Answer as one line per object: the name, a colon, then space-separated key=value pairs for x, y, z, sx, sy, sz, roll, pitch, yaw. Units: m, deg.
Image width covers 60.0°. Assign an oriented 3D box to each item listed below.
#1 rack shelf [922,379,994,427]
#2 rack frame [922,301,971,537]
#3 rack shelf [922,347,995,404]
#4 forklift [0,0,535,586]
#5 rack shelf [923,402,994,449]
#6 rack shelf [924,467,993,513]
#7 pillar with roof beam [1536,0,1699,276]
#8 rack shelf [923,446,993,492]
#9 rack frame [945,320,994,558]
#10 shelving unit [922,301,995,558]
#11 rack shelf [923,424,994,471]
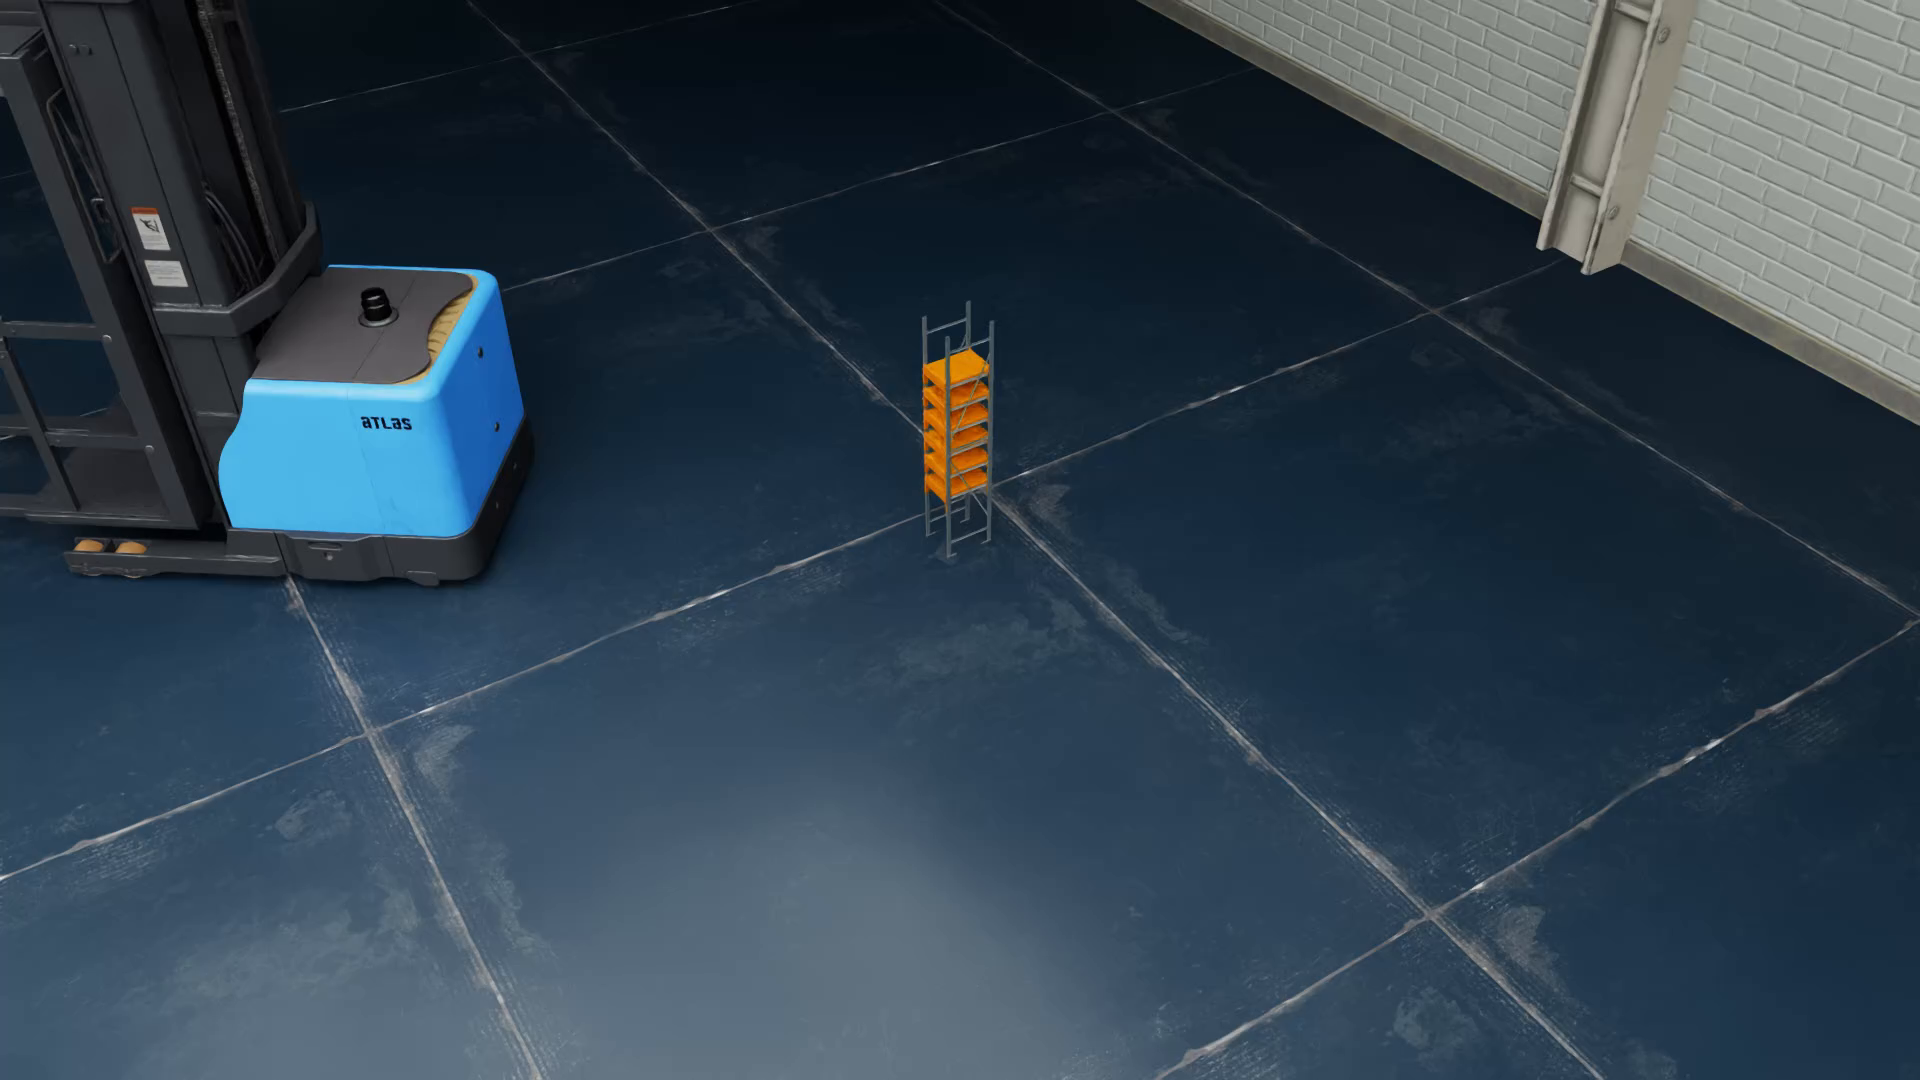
rack shelf: x=-0.008 y=-0.619 z=7.250 sx=0.258 sy=0.103 sz=0.180 roll=-22 pitch=45 yaw=-24
rack frame: x=-0.057 y=-0.518 z=7.435 sx=0.240 sy=1.200 sz=0.006 roll=-22 pitch=45 yaw=-24
rack shelf: x=-0.008 y=-0.711 z=7.173 sx=0.258 sy=0.103 sz=0.180 roll=-22 pitch=45 yaw=-24
forklift: x=-3.622 y=-1.289 z=7.007 sx=3.031 sy=2.935 sz=1.130 roll=3 pitch=40 yaw=3
rack shelf: x=-0.008 y=-0.527 z=7.327 sx=0.258 sy=0.103 sz=0.180 roll=-22 pitch=45 yaw=-24
rack shelf: x=-0.008 y=-0.250 z=7.557 sx=0.258 sy=0.103 sz=0.180 roll=-22 pitch=45 yaw=-24
pillar with roof beam: x=0.006 y=-3.656 z=5.108 sx=9.100 sy=9.000 sz=0.400 roll=-22 pitch=45 yaw=-24
rack shelf: x=-0.008 y=-0.342 z=7.481 sx=0.258 sy=0.103 sz=0.180 roll=-22 pitch=45 yaw=-24
rack frame: x=0.041 y=-0.419 z=7.316 sx=0.240 sy=1.200 sz=0.006 roll=-22 pitch=45 yaw=-24
shelving unit: x=-0.008 y=-0.469 z=7.375 sx=0.258 sy=1.200 sz=0.189 roll=-22 pitch=45 yaw=-24
rack shelf: x=-0.008 y=-0.435 z=7.404 sx=0.258 sy=0.103 sz=0.180 roll=-22 pitch=45 yaw=-24
